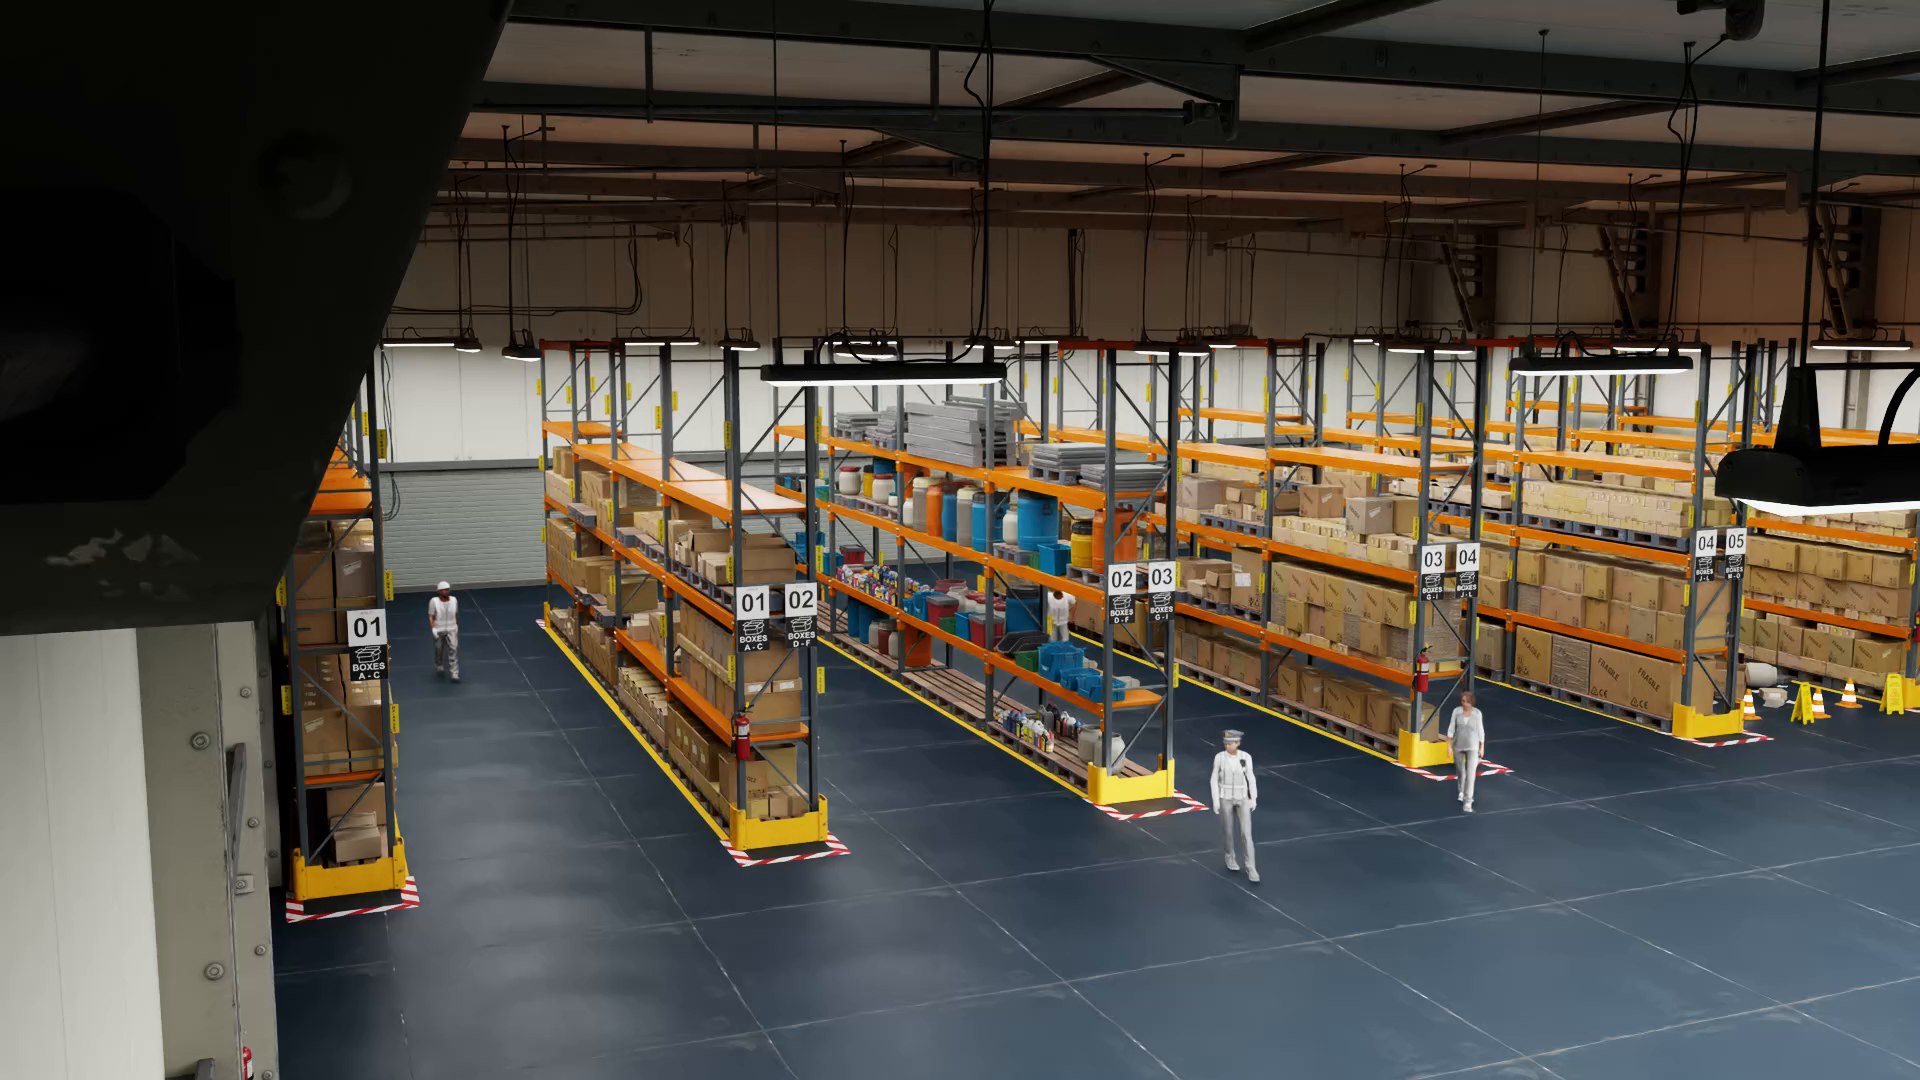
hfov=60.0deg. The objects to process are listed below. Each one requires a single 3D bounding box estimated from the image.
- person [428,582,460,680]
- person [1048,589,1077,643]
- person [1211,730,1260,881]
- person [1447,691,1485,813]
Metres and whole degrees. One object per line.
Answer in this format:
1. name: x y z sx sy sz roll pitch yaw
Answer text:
1. person: -9.213 1.607 29.718 0.548 1.727 1.094 -3 8 -24
2. person: 1.805 1.519 30.680 0.747 1.672 0.677 -1 8 -10
3. person: 3.172 3.032 19.117 0.601 1.665 0.710 2 8 12
4. person: 6.586 2.735 21.719 0.442 1.540 0.973 4 8 28
